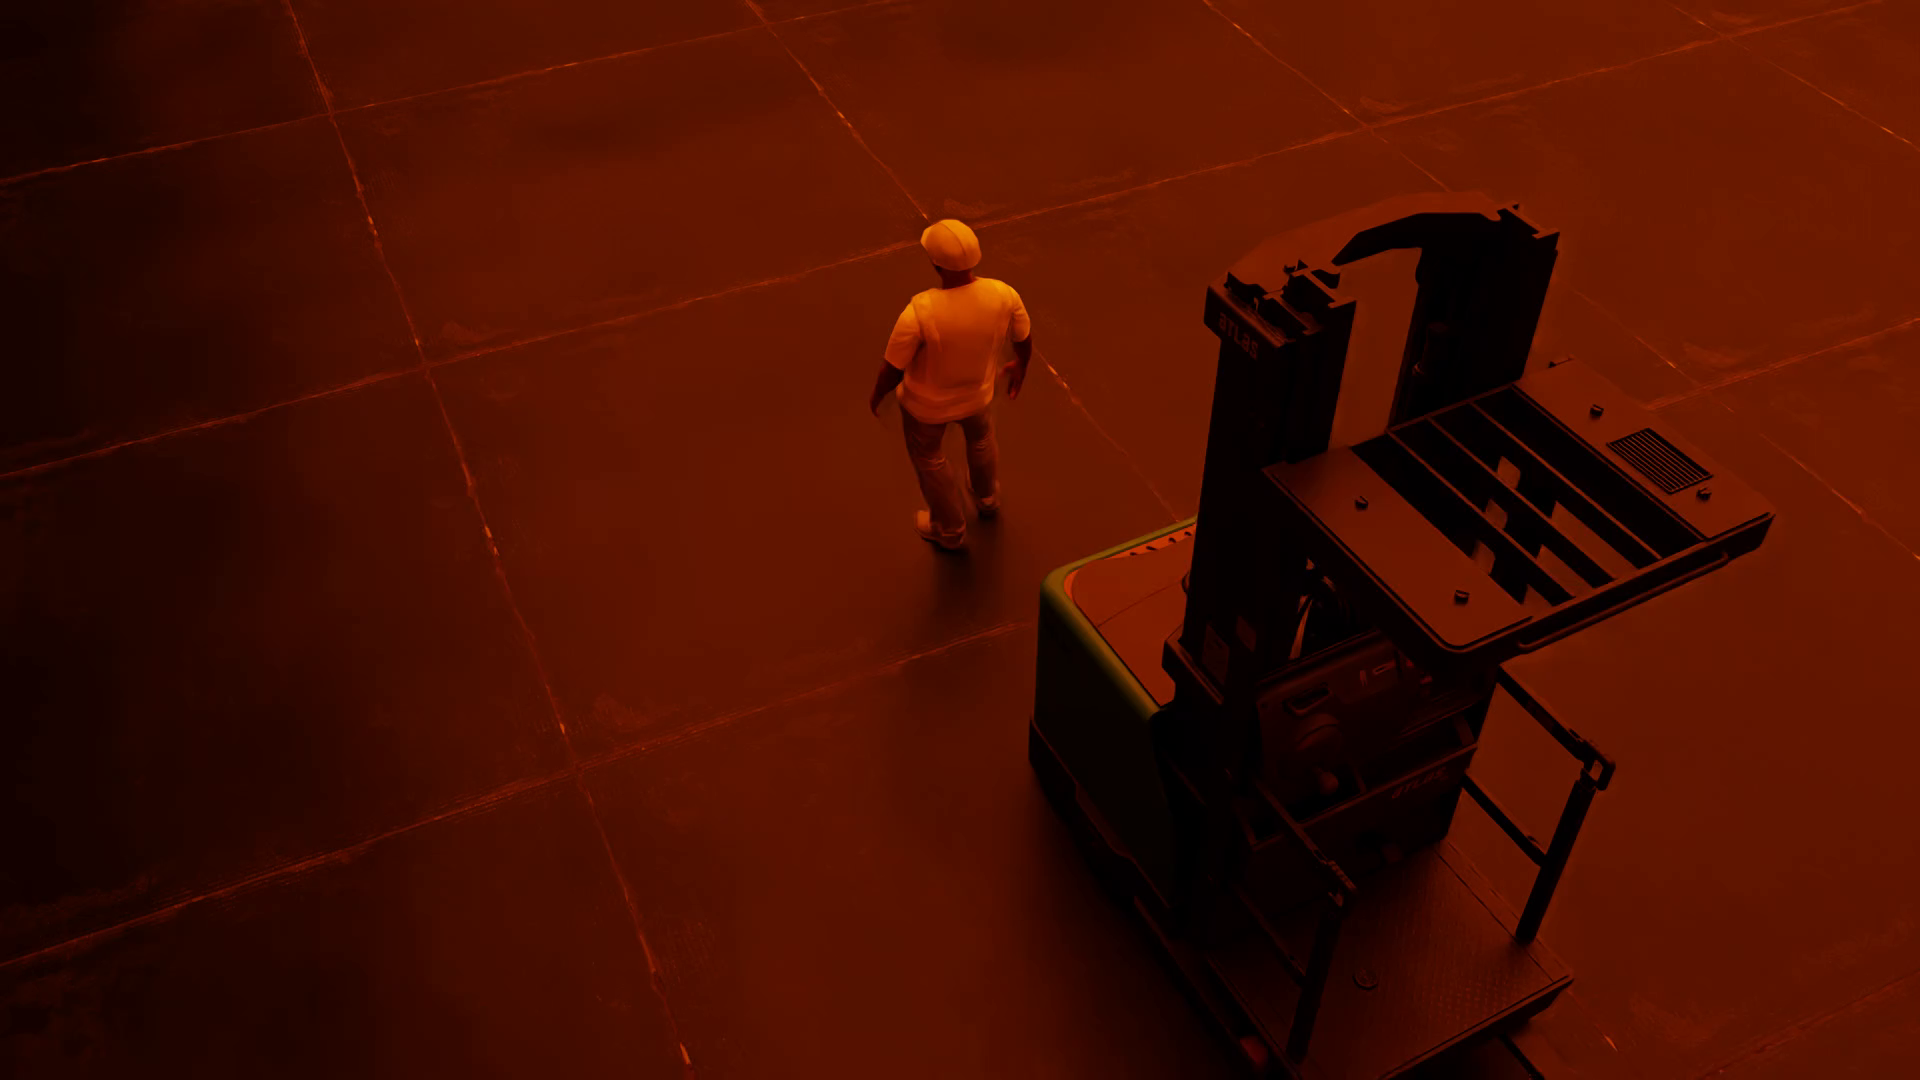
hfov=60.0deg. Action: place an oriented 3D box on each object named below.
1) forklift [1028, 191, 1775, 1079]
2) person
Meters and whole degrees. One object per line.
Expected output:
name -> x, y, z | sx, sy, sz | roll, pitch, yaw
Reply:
forklift -> 1.414, 0.574, 5.065 | 1.130, 2.935, 3.031 | -20, 47, -20
person -> -0.055, -0.711, 7.330 | 0.724, 1.740, 0.581 | -16, 45, -17
